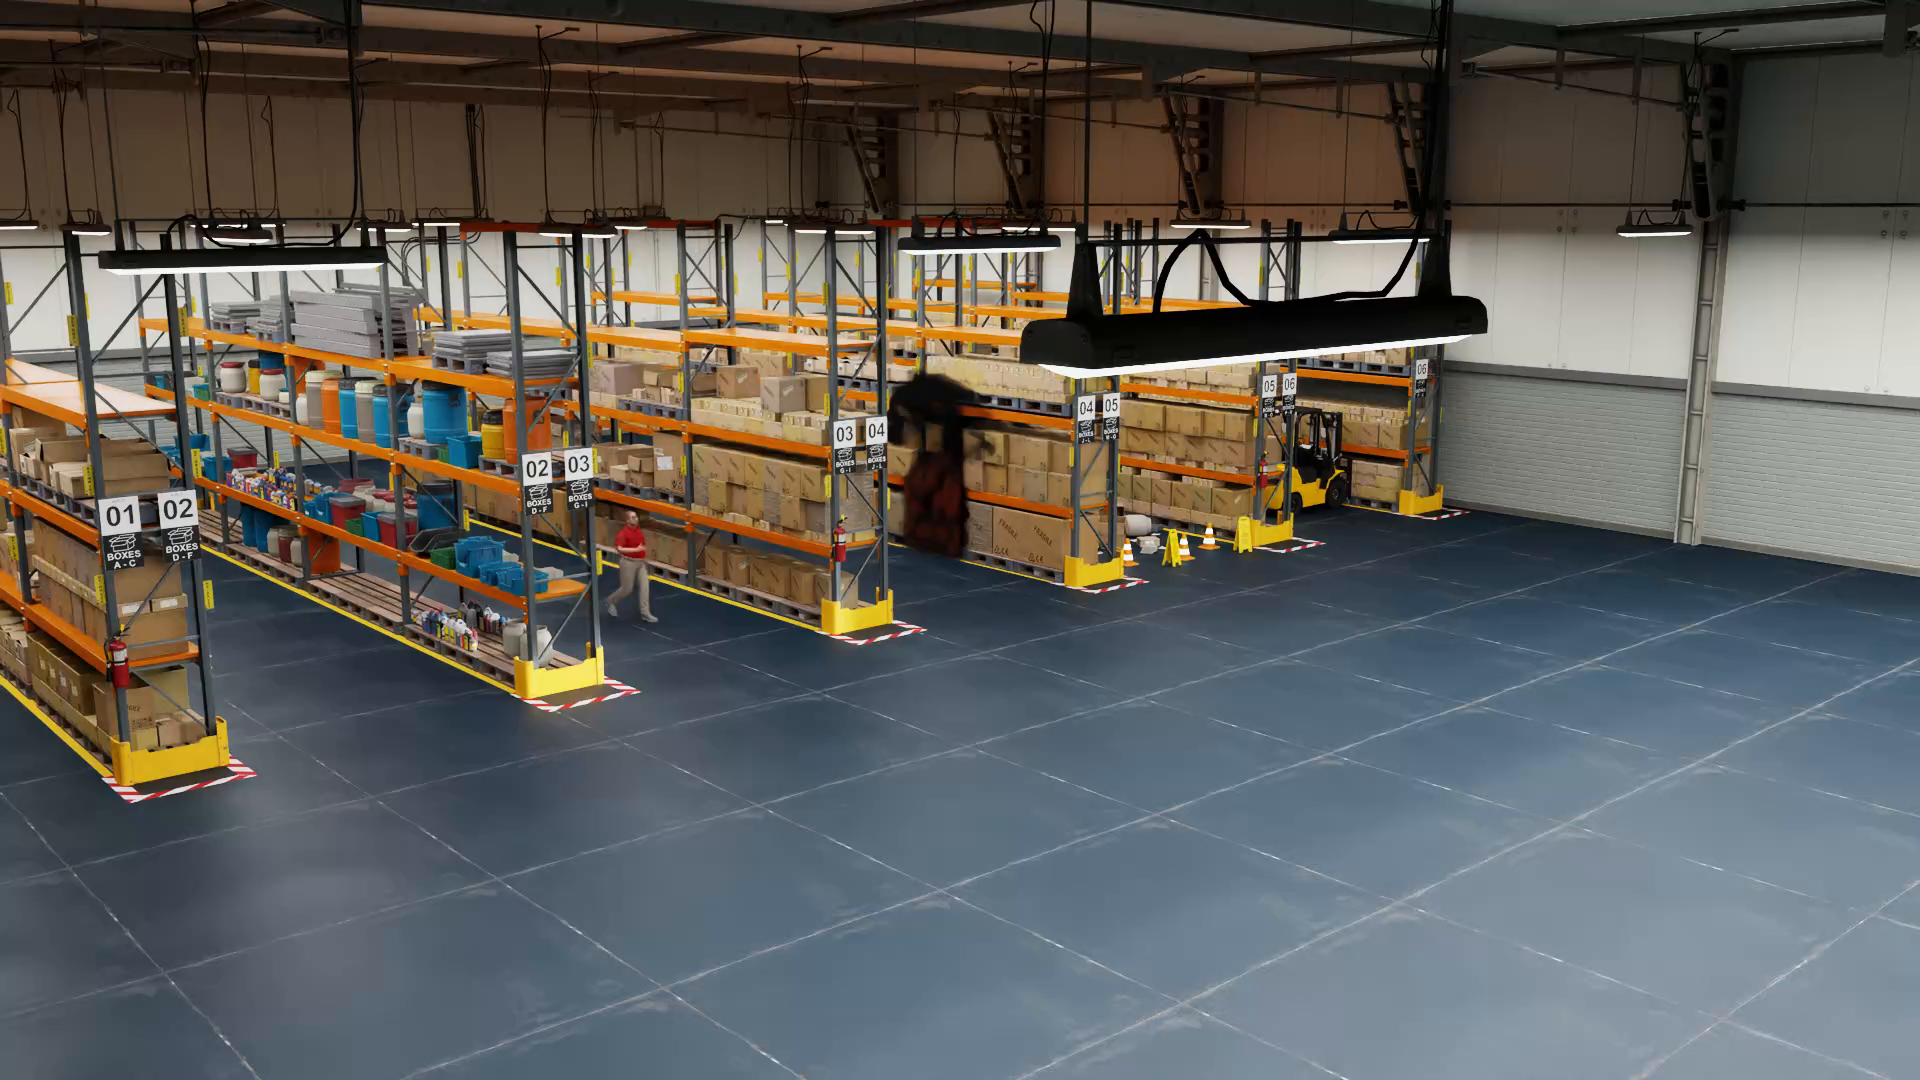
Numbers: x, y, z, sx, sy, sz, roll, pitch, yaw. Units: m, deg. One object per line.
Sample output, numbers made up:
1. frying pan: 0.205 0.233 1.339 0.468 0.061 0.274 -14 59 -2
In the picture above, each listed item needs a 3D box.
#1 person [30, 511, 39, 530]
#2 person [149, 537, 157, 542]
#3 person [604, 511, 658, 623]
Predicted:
1. person: -17.036 -0.619 30.675 0.752 1.703 0.686 9 15 38
2. person: -14.212 -0.222 28.956 0.508 1.590 0.667 -9 14 -37
3. person: -5.032 0.396 25.492 0.876 1.710 0.679 6 13 27
